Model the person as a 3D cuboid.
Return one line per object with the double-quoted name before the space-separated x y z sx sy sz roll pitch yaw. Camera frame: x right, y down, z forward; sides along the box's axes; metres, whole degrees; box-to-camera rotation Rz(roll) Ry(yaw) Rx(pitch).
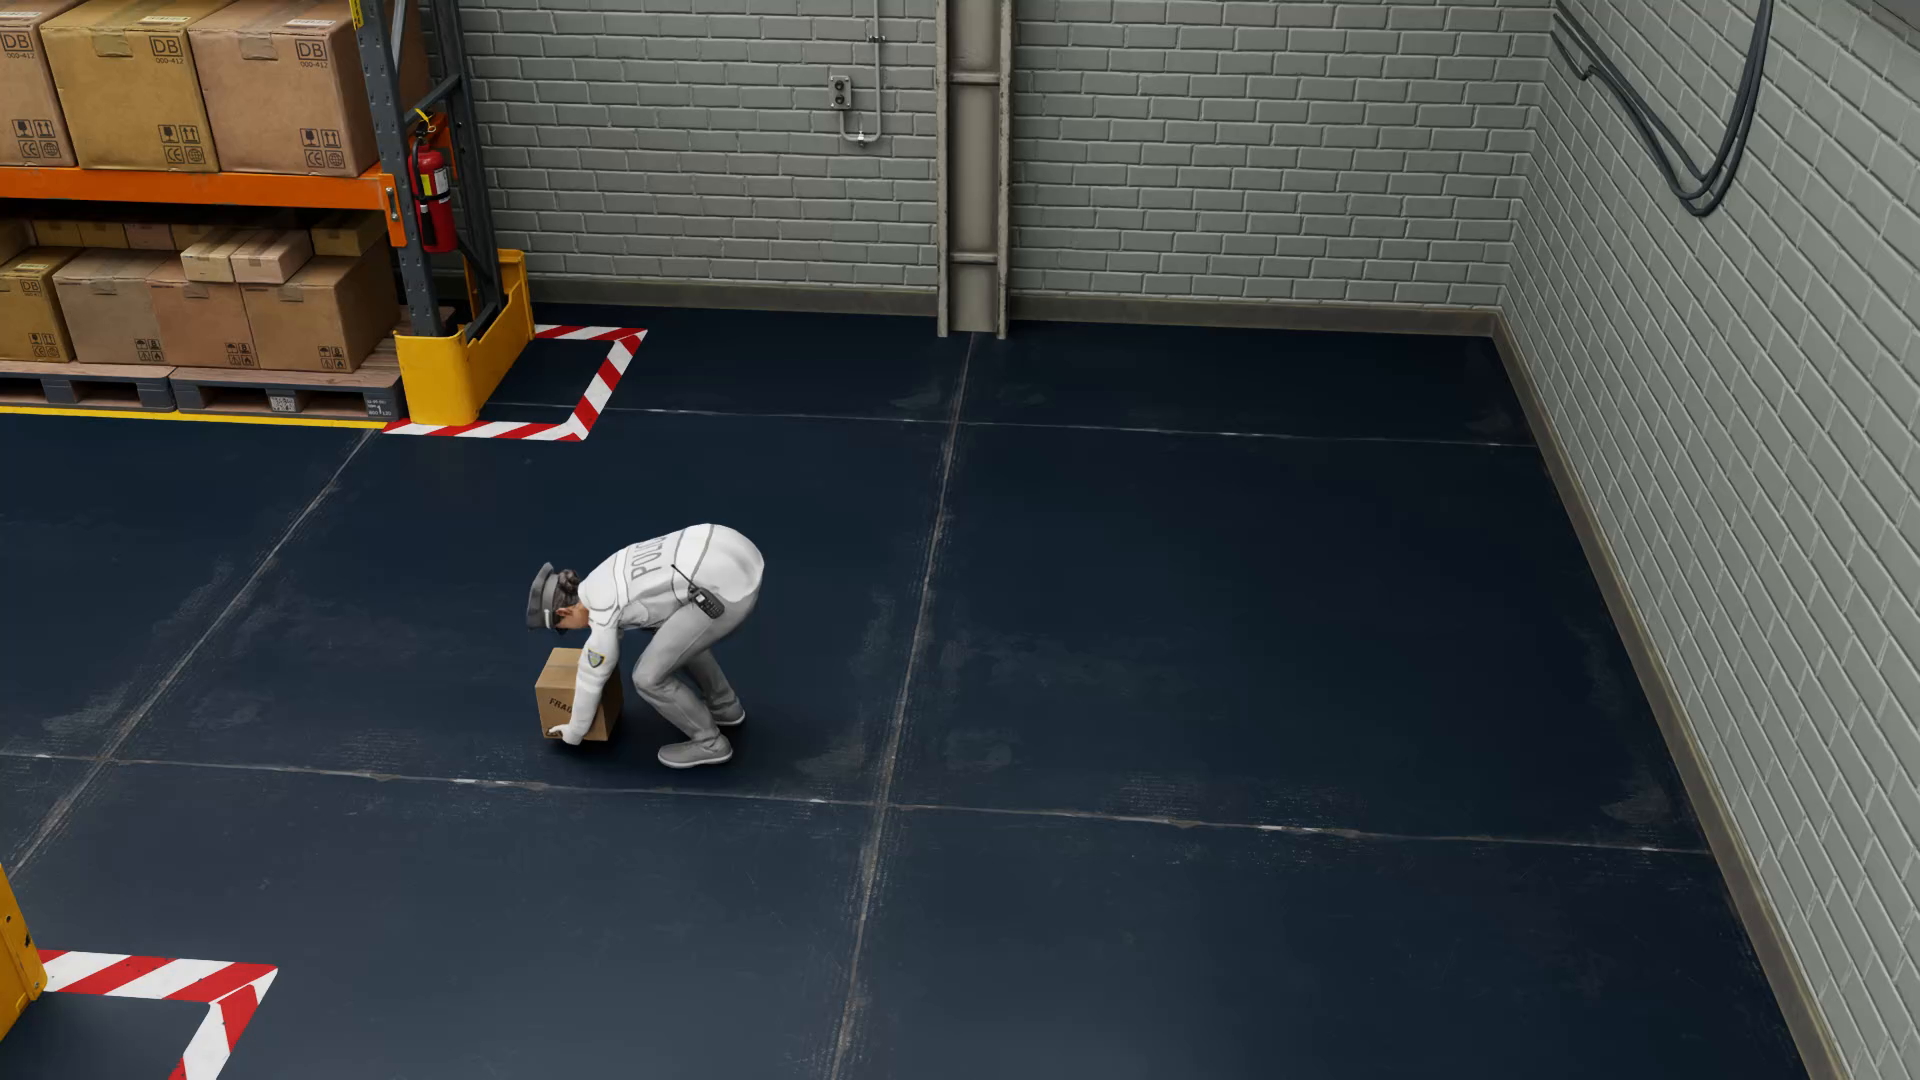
"person" -1.159 0.386 6.224 0.882 0.919 0.457 1 32 2
